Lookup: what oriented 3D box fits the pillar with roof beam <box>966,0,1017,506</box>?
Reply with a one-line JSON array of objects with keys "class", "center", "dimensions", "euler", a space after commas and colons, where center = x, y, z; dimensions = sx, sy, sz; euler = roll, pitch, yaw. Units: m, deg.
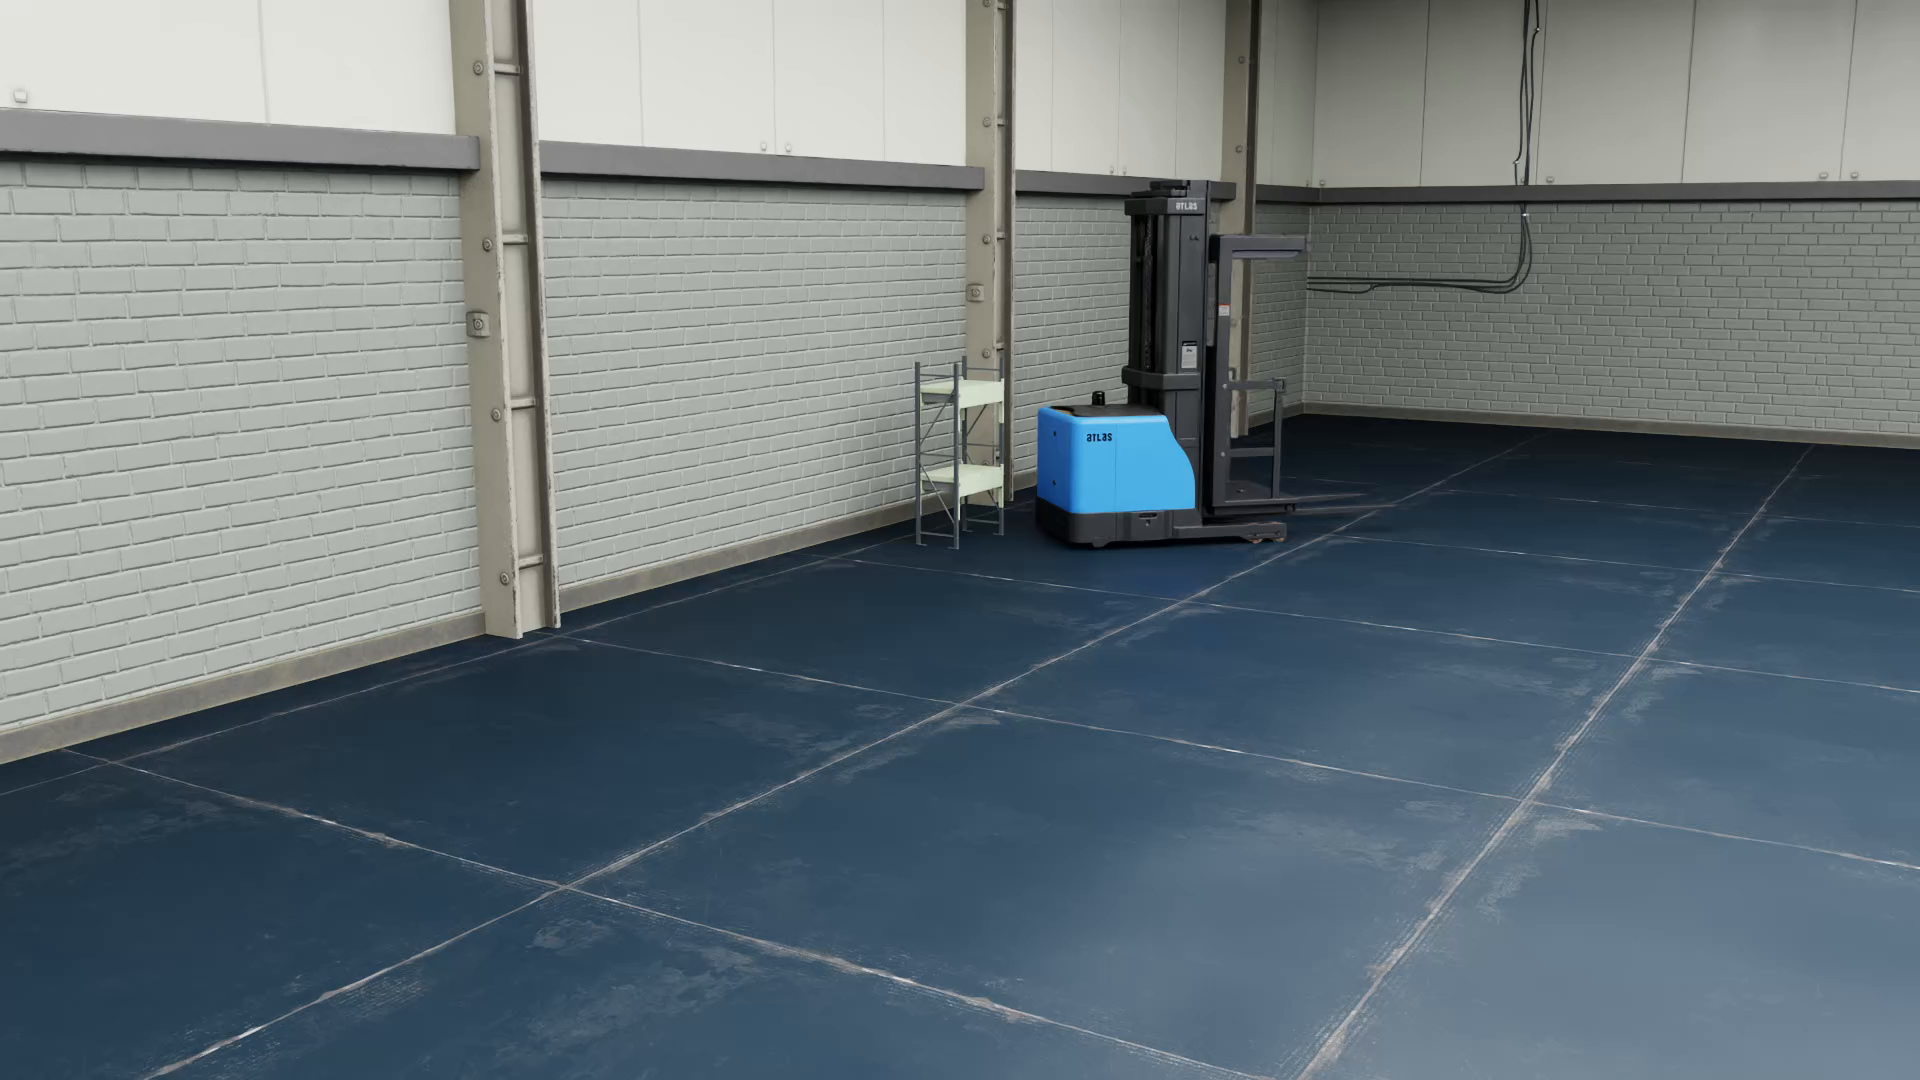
[{"class": "pillar with roof beam", "center": [3.960, -4.375, 12.783], "dimensions": [9.100, 9.000, 0.400], "euler": [6, 12, 31]}]

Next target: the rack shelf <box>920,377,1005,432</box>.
[{"class": "rack shelf", "center": [0.003, -1.122, 13.664], "dimensions": [0.431, 0.370, 0.720], "euler": [6, 12, 31]}]

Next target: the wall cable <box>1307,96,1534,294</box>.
[{"class": "wall cable", "center": [6.055, -4.541, 22.106], "dimensions": [3.097, 2.526, 0.112], "euler": [6, 12, 31]}]

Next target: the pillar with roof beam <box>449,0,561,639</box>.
[{"class": "pillar with roof beam", "center": [0.845, -3.431, 7.743], "dimensions": [9.100, 9.000, 0.400], "euler": [6, 12, 31]}]

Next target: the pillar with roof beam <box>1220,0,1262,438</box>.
[{"class": "pillar with roof beam", "center": [7.075, -5.319, 17.823], "dimensions": [9.100, 9.000, 0.400], "euler": [6, 12, 31]}]

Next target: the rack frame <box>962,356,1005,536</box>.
[{"class": "rack frame", "center": [0.193, -0.796, 14.044], "dimensions": [0.400, 1.500, 0.023], "euler": [6, 12, 31]}]

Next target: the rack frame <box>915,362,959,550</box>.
[{"class": "rack frame", "center": [-0.187, -0.681, 13.429], "dimensions": [0.400, 1.500, 0.023], "euler": [6, 12, 31]}]

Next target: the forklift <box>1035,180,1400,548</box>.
[{"class": "forklift", "center": [2.220, -1.505, 13.945], "dimensions": [3.031, 2.935, 1.130], "euler": [-3, 11, -15]}]

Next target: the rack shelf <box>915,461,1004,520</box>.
[{"class": "rack shelf", "center": [0.003, -0.418, 13.796], "dimensions": [0.431, 0.370, 0.720], "euler": [6, 12, 31]}]

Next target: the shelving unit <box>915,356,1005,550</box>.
[{"class": "shelving unit", "center": [0.003, -0.738, 13.736], "dimensions": [0.431, 1.500, 0.755], "euler": [6, 12, 31]}]

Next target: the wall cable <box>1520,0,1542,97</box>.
[{"class": "wall cable", "center": [8.367, -6.765, 20.261], "dimensions": [3.097, 2.526, 0.112], "euler": [6, 12, 31]}]
